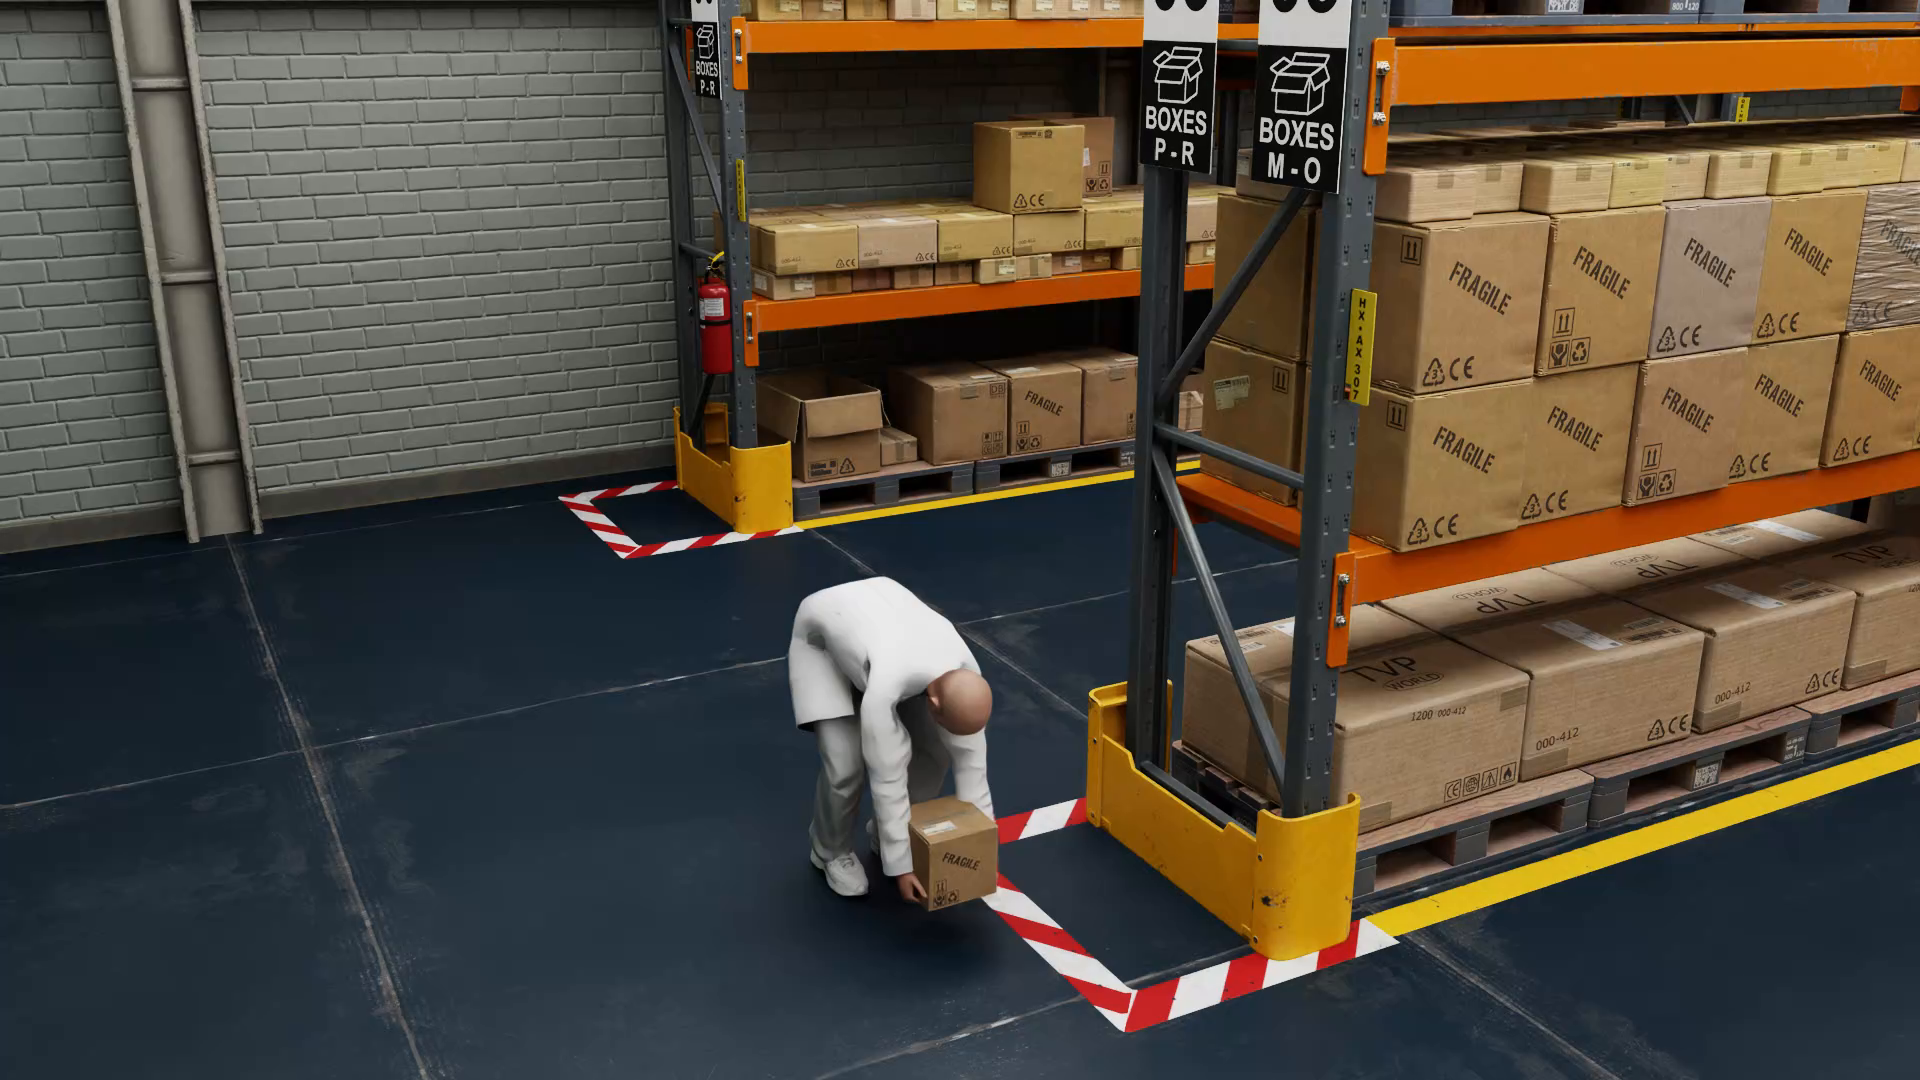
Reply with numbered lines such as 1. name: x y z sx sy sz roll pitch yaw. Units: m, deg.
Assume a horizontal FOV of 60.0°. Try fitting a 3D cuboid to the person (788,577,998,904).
1. person: -0.209 0.700 5.569 0.573 1.078 0.948 -12 22 -33
